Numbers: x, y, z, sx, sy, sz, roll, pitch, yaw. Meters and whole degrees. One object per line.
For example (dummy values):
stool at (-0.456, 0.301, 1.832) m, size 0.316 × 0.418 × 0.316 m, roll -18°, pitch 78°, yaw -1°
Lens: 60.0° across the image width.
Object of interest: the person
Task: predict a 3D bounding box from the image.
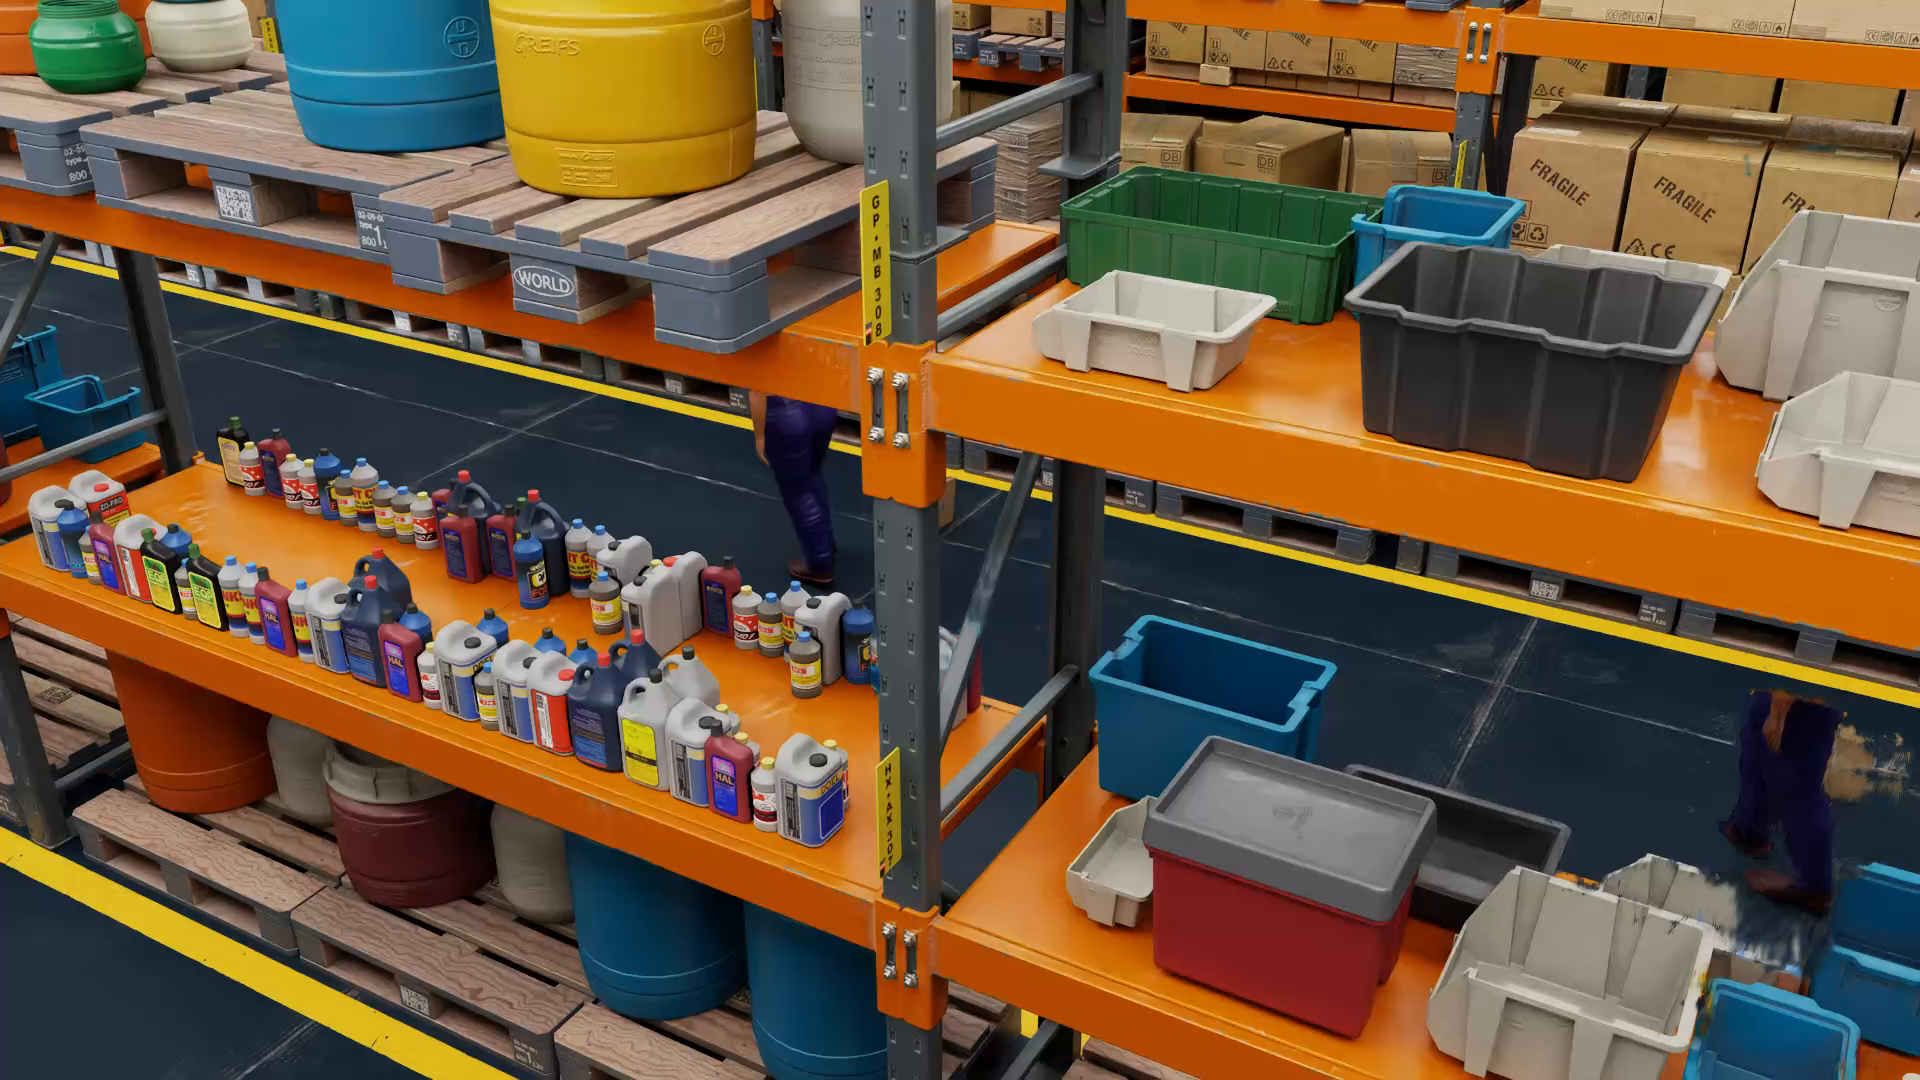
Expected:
person at (-0.793, -0.555, 8.293) m, size 0.499 × 1.703 × 0.596 m, roll 20°, pitch 33°, yaw 34°
